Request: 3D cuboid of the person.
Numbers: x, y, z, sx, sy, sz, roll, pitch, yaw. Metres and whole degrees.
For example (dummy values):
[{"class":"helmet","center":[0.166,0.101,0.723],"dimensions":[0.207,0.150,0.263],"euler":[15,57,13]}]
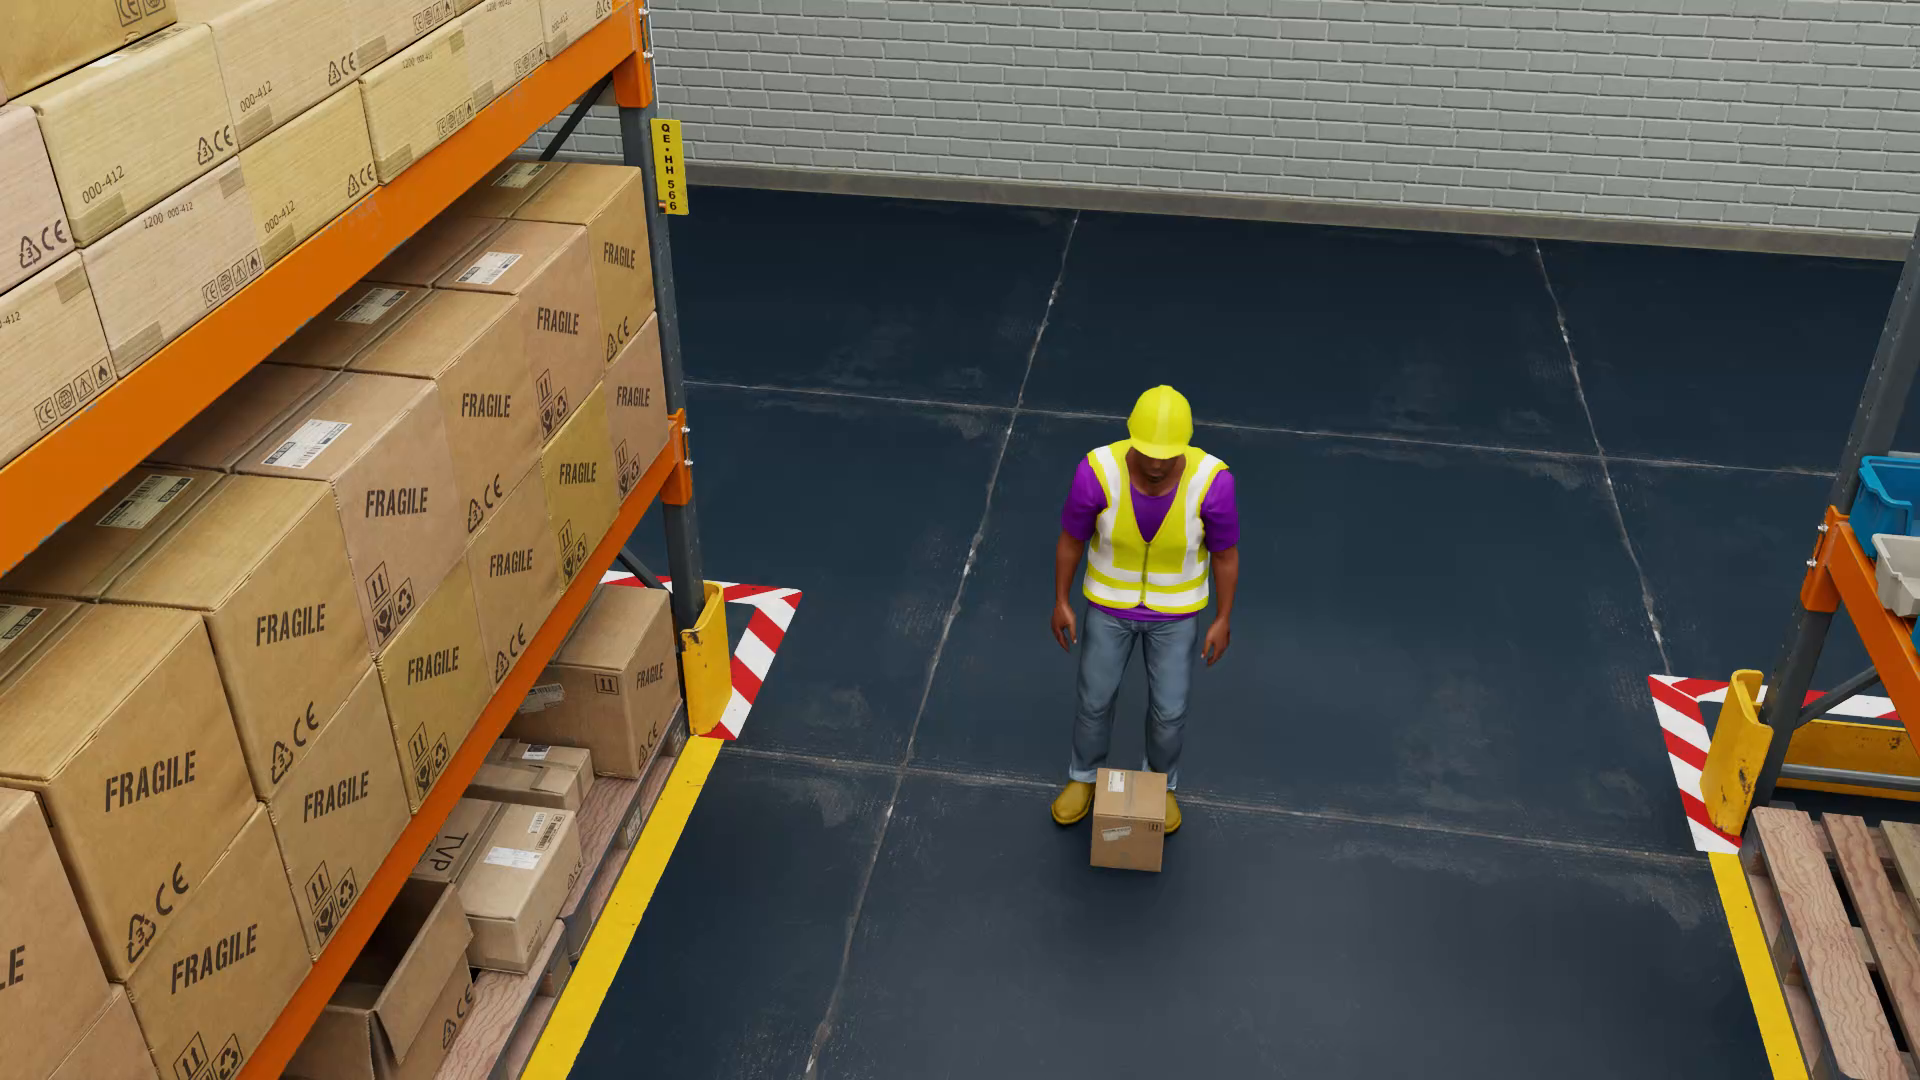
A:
[{"class":"person","center":[0.629,0.243,5.734],"dimensions":[0.626,1.761,0.458],"euler":[5,33,8]}]
